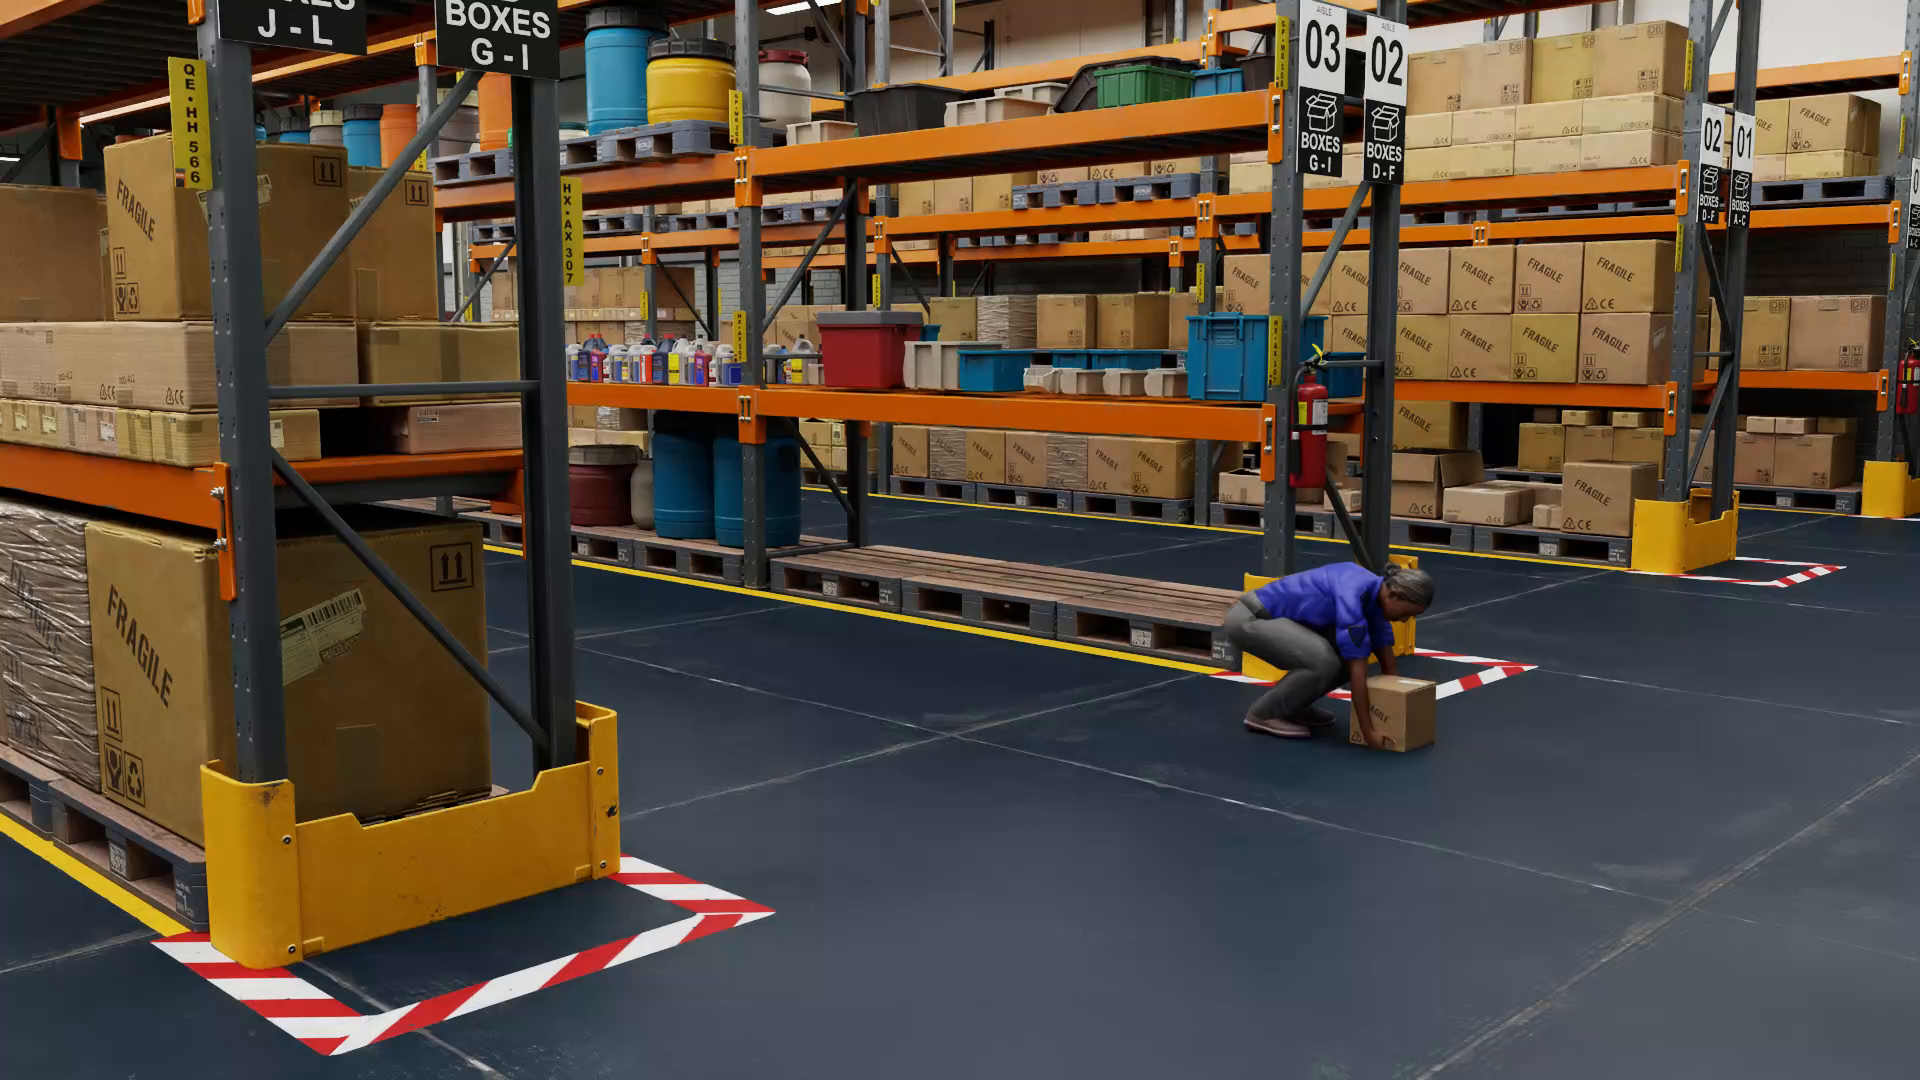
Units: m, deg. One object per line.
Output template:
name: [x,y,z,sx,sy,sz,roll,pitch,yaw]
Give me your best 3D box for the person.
person: [1.533,0.452,6.941,0.852,0.756,0.458,5,8,32]
